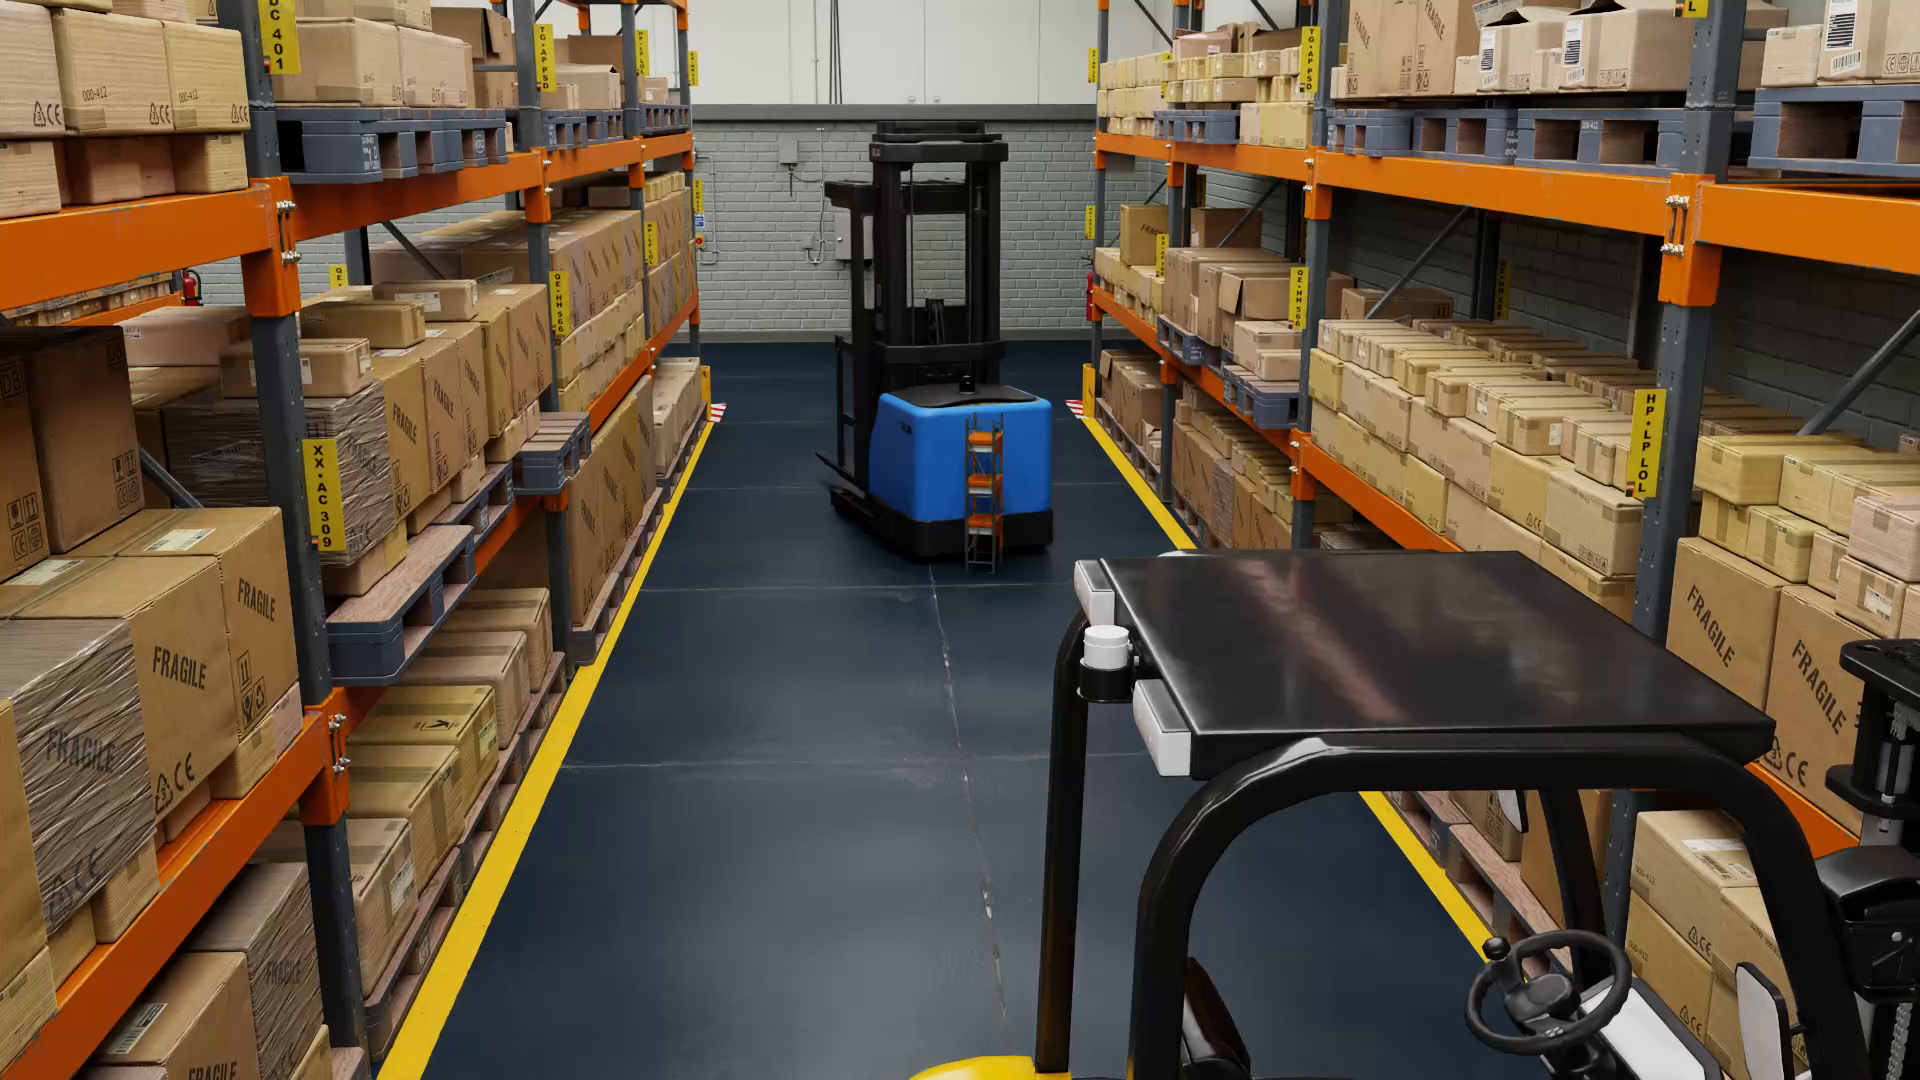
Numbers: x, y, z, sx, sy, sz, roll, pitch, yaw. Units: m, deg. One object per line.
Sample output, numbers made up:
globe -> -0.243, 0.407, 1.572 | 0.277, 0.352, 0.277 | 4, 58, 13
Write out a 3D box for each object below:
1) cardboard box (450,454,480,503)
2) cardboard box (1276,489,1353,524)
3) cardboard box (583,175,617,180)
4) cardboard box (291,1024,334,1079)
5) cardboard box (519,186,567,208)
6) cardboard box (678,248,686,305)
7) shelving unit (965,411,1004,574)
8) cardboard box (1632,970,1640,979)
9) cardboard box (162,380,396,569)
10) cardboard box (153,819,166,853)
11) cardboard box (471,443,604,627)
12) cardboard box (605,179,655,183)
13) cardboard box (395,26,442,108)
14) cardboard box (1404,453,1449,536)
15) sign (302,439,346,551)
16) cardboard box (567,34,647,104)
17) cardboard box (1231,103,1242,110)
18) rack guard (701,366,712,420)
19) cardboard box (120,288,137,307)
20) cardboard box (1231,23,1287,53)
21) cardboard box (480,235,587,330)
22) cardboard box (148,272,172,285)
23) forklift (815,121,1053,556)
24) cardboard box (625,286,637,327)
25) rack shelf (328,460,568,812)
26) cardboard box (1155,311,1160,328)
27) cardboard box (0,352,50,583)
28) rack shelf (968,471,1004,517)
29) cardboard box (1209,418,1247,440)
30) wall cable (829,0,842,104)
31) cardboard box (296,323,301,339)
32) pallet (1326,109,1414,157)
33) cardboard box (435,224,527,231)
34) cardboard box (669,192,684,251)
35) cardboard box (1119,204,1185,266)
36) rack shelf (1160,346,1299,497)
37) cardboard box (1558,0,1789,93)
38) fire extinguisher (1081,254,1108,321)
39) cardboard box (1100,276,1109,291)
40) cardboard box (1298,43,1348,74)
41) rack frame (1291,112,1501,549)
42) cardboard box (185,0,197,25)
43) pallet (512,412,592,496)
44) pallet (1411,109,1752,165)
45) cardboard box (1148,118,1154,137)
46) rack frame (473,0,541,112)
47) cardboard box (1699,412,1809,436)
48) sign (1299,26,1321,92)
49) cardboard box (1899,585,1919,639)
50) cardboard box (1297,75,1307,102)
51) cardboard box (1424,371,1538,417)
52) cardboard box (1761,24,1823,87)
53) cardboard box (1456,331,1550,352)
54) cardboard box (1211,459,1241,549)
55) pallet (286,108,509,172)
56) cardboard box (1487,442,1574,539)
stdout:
cardboard box -> -2.138, -0.246, 6.625 | 0.380, 0.149, 0.250 | 0, 14, -1
cardboard box -> 2.056, -0.196, 9.640 | 0.380, 0.149, 0.250 | -2, 15, -6
cardboard box -> -3.272, -3.176, 14.842 | 0.380, 0.149, 0.250 | -1, 14, -3
cardboard box -> -2.061, 1.574, 4.566 | 0.500, 0.250, 0.500 | 0, 14, -1
cardboard box -> -3.199, -2.606, 12.625 | 0.380, 0.149, 0.250 | -1, 14, -5
cardboard box -> -2.758, -2.362, 14.985 | 0.500, 0.500, 0.500 | 0, 14, -2
shelving unit -> 0.163, -0.319, 11.155 | 0.215, 1.050, 0.252 | 3, 15, 13
cardboard box -> 2.287, 1.479, 4.936 | 0.500, 0.250, 0.500 | -1, 14, -3
cardboard box -> -2.109, -0.214, 5.200 | 0.500, 0.500, 0.500 | -1, 14, -2
cardboard box -> -2.080, 0.689, 3.831 | 0.380, 0.149, 0.250 | -1, 14, -4
cardboard box -> -2.574, -0.040, 9.583 | 0.875, 0.875, 0.875 | -1, 14, -4
cardboard box -> -2.752, -2.933, 13.899 | 0.380, 0.149, 0.250 | -1, 14, -4
cardboard box -> -2.035, -1.559, 5.503 | 0.500, 0.250, 0.500 | -1, 14, -4
cardboard box -> 2.219, -0.201, 7.089 | 0.500, 0.250, 0.500 | 0, 14, -2
sign -> -1.825, -0.127, 4.763 | 0.100, 0.325, 0.005 | -1, 14, -3
cardboard box -> -2.689, -3.590, 12.694 | 0.500, 0.500, 0.500 | -1, 14, -2
cardboard box -> 2.345, -3.419, 12.980 | 0.500, 0.250, 0.500 | -1, 14, -5
rack guard -> -3.111, -1.477, 16.765 | 1.175, 0.500, 0.348 | -1, 14, -3
cardboard box -> -7.694, -2.194, 15.040 | 0.380, 0.149, 0.250 | 0, 14, -2
cardboard box -> 2.179, -3.617, 12.078 | 0.396, 0.266, 0.258 | -1, 14, -4
cardboard box -> -2.441, -1.475, 9.531 | 0.500, 0.500, 0.500 | -1, 14, -3
cardboard box -> -7.759, -2.665, 15.567 | 0.500, 0.500, 0.500 | -1, 14, -2
forklift -> -0.358, -1.631, 12.483 | 1.130, 2.935, 3.031 | -6, 15, -21
cardboard box -> -2.553, -1.627, 11.626 | 0.500, 0.250, 0.500 | -1, 14, -2
rack shelf -> -2.490, 0.153, 6.854 | 1.077, 0.370, 4.000 | -1, 14, -3
cardboard box -> 1.782, -1.783, 13.440 | 0.380, 0.149, 0.250 | 0, 14, -2
cardboard box -> -2.546, -0.134, 3.724 | 0.700, 0.500, 0.500 | -1, 14, -3
rack shelf -> 0.163, -0.309, 11.158 | 0.215, 0.259, 0.240 | 3, 15, 13
cardboard box -> 2.001, -0.779, 11.907 | 0.380, 0.149, 0.250 | -1, 14, -4
wall cable -> -0.210, -7.060, 21.333 | 2.988, 3.039, 0.133 | -1, 14, -3
cardboard box -> -2.715, -0.587, 6.647 | 0.500, 0.500, 0.500 | -1, 14, -6
pallet -> 2.471, -1.964, 7.998 | 1.213, 0.211, 1.003 | 0, 14, -1
cardboard box -> -2.995, -1.727, 10.510 | 0.500, 0.500, 0.500 | -1, 14, -4
cardboard box -> -2.753, -2.846, 14.860 | 0.500, 0.500, 0.500 | -1, 14, -4
cardboard box -> 1.697, -2.704, 14.715 | 0.500, 0.500, 0.500 | -1, 14, -2
rack shelf -> 2.216, -0.919, 11.022 | 1.077, 0.370, 4.000 | -1, 14, -3
cardboard box -> 2.300, -1.613, 5.390 | 0.500, 0.311, 0.500 | -1, 14, -5
fire extinguisher -> 1.374, -2.571, 16.902 | 0.296, 0.674, 0.183 | -1, 14, -3
cardboard box -> 1.591, -2.552, 16.429 | 0.380, 0.149, 0.250 | -1, 14, -4
cardboard box -> 2.023, -2.568, 8.872 | 0.380, 0.149, 0.250 | 0, 14, -2
rack frame -> 2.340, -0.770, 8.999 | 1.000, 3.000, 0.127 | -1, 14, -3
cardboard box -> -2.129, -1.339, 4.096 | 0.380, 0.149, 0.250 | -1, 14, -2
pallet -> -2.464, -0.424, 8.039 | 1.213, 0.211, 1.003 | -1, 14, -3
pallet -> 2.543, -1.686, 6.917 | 1.003, 0.211, 1.213 | 0, 14, -1
cardboard box -> 1.744, -3.370, 13.587 | 0.380, 0.149, 0.250 | -1, 14, -4
rack frame -> -2.614, -3.598, 7.950 | 1.000, 3.000, 0.127 | -1, 14, -3
cardboard box -> 2.801, -0.358, 5.896 | 0.380, 0.149, 0.250 | -1, 14, -4
sign -> 1.798, -2.465, 8.530 | 0.100, 0.325, 0.005 | -1, 14, -3
cardboard box -> 2.363, 0.202, 3.719 | 0.380, 0.149, 0.250 | -1, 14, -4
cardboard box -> 2.081, -2.492, 9.174 | 0.380, 0.149, 0.250 | -1, 14, -5
cardboard box -> 2.142, -0.601, 6.841 | 0.380, 0.149, 0.250 | -1, 14, -5
cardboard box -> 2.312, -1.242, 4.274 | 0.380, 0.149, 0.250 | -1, 14, -2
cardboard box -> 2.645, -0.926, 8.103 | 0.380, 0.149, 0.250 | -1, 14, -3
cardboard box -> 1.993, -0.248, 11.145 | 0.500, 0.500, 0.500 | -1, 14, -5
pallet -> -2.365, -1.472, 6.086 | 1.213, 0.211, 1.003 | -1, 14, -3
cardboard box -> 2.263, -0.191, 6.045 | 0.500, 0.250, 0.500 | -1, 14, -5
